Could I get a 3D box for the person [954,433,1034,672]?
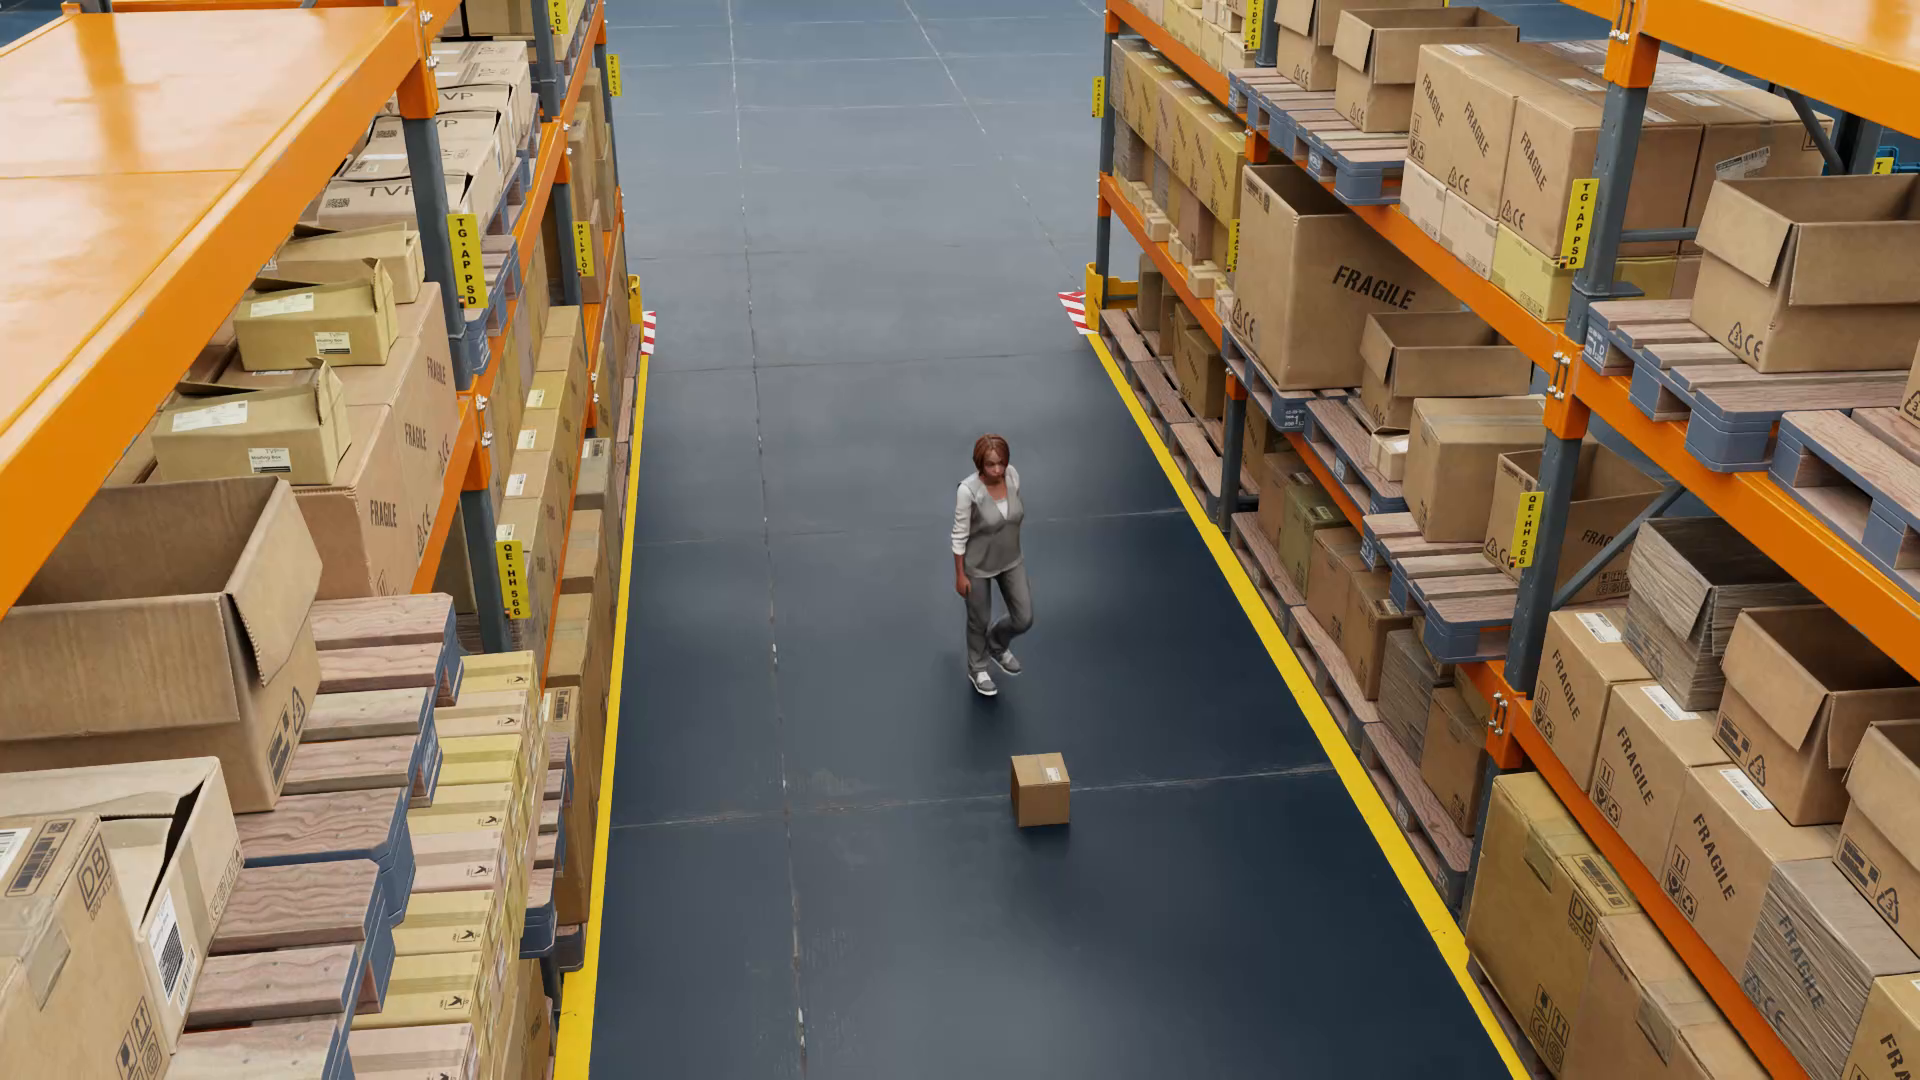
[{"bbox_3d":[0.150,0.101,8.795,0.437,1.516,0.427,-13,30,-23],"label":"person"}]
